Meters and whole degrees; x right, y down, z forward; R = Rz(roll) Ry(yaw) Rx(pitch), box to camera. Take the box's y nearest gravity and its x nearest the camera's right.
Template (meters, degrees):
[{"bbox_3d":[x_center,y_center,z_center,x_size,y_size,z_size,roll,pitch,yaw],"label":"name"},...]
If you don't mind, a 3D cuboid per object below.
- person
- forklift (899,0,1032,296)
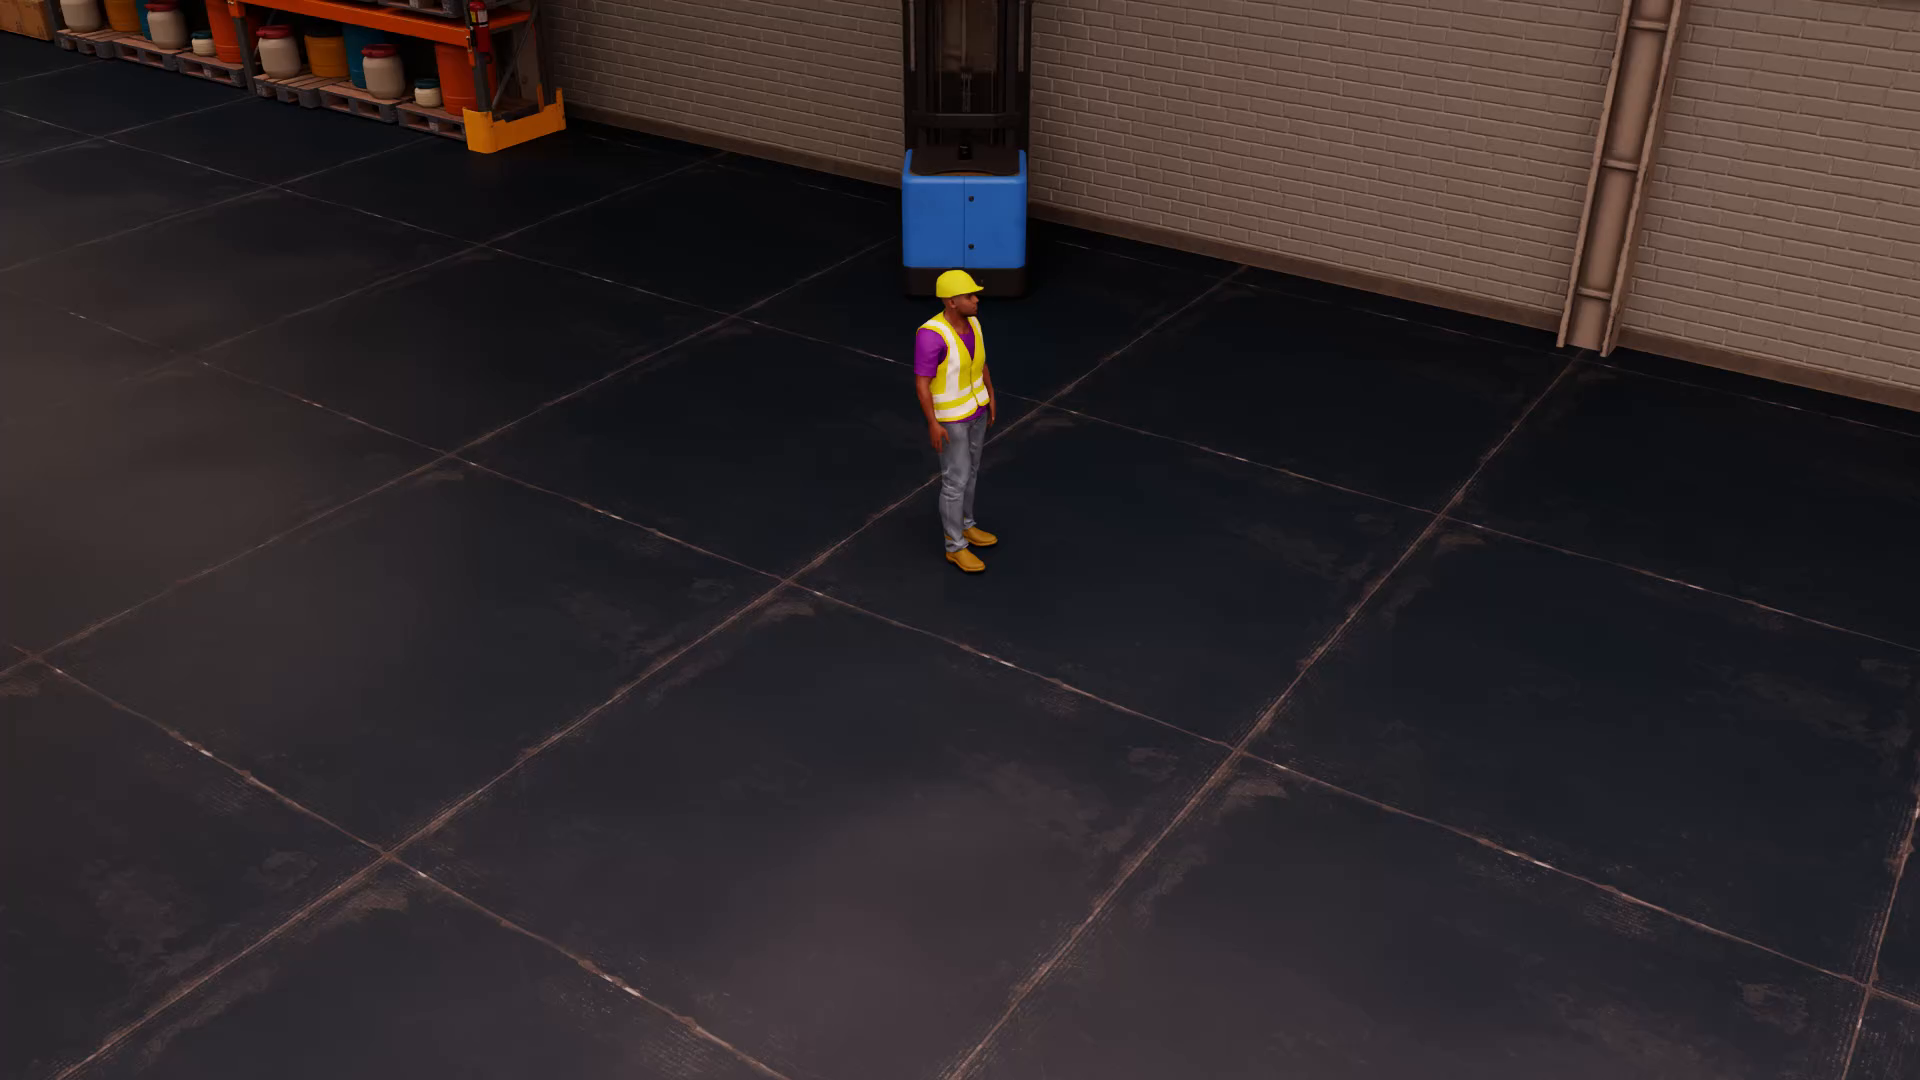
[{"bbox_3d":[0.055,-0.748,10.015,0.575,1.768,0.665,19,35,29],"label":"person"},{"bbox_3d":[0.066,-4.002,14.473,1.130,2.935,3.031,1,30,1],"label":"forklift"}]
